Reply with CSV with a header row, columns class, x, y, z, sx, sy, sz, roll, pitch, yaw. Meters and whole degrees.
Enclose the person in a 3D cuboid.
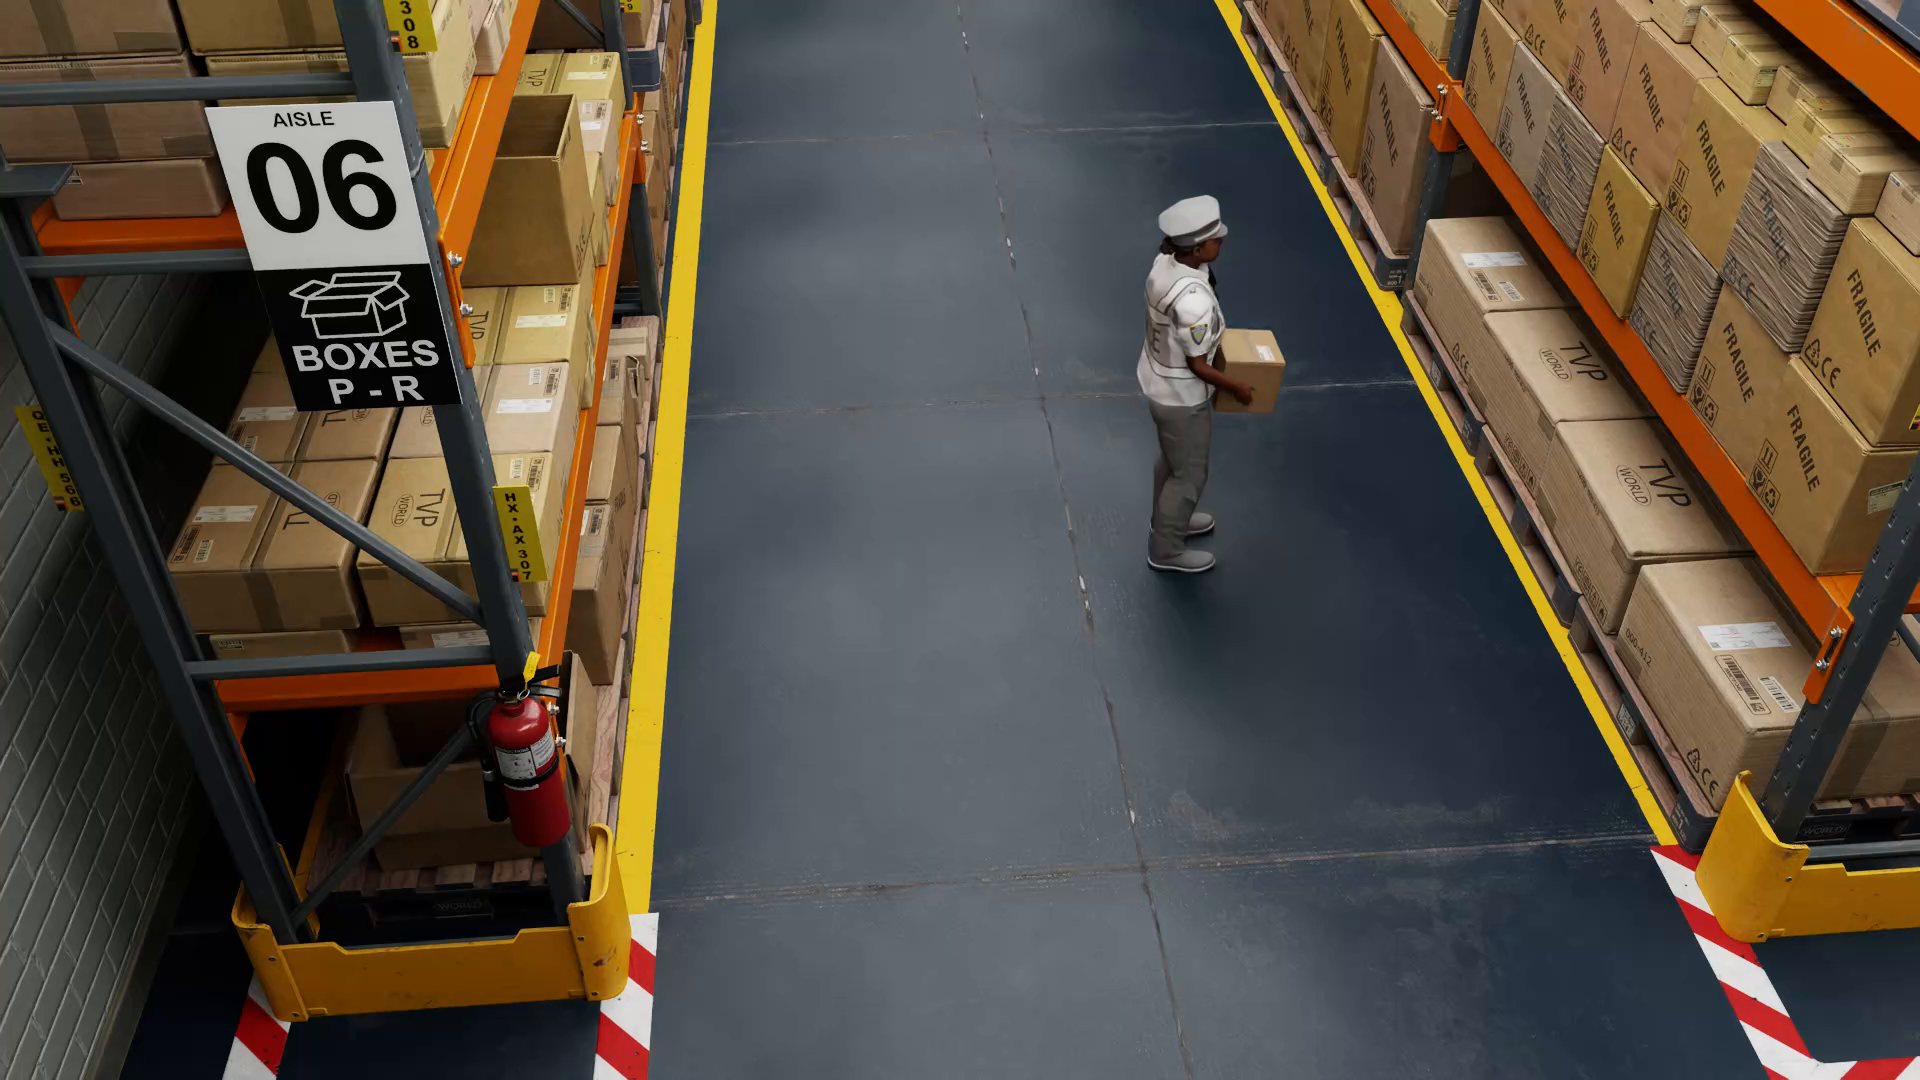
class,x,y,z,sx,sy,sz,roll,pitch,yaw
person,0.979,-0.641,6.916,0.478,1.686,0.473,-4,39,-4
